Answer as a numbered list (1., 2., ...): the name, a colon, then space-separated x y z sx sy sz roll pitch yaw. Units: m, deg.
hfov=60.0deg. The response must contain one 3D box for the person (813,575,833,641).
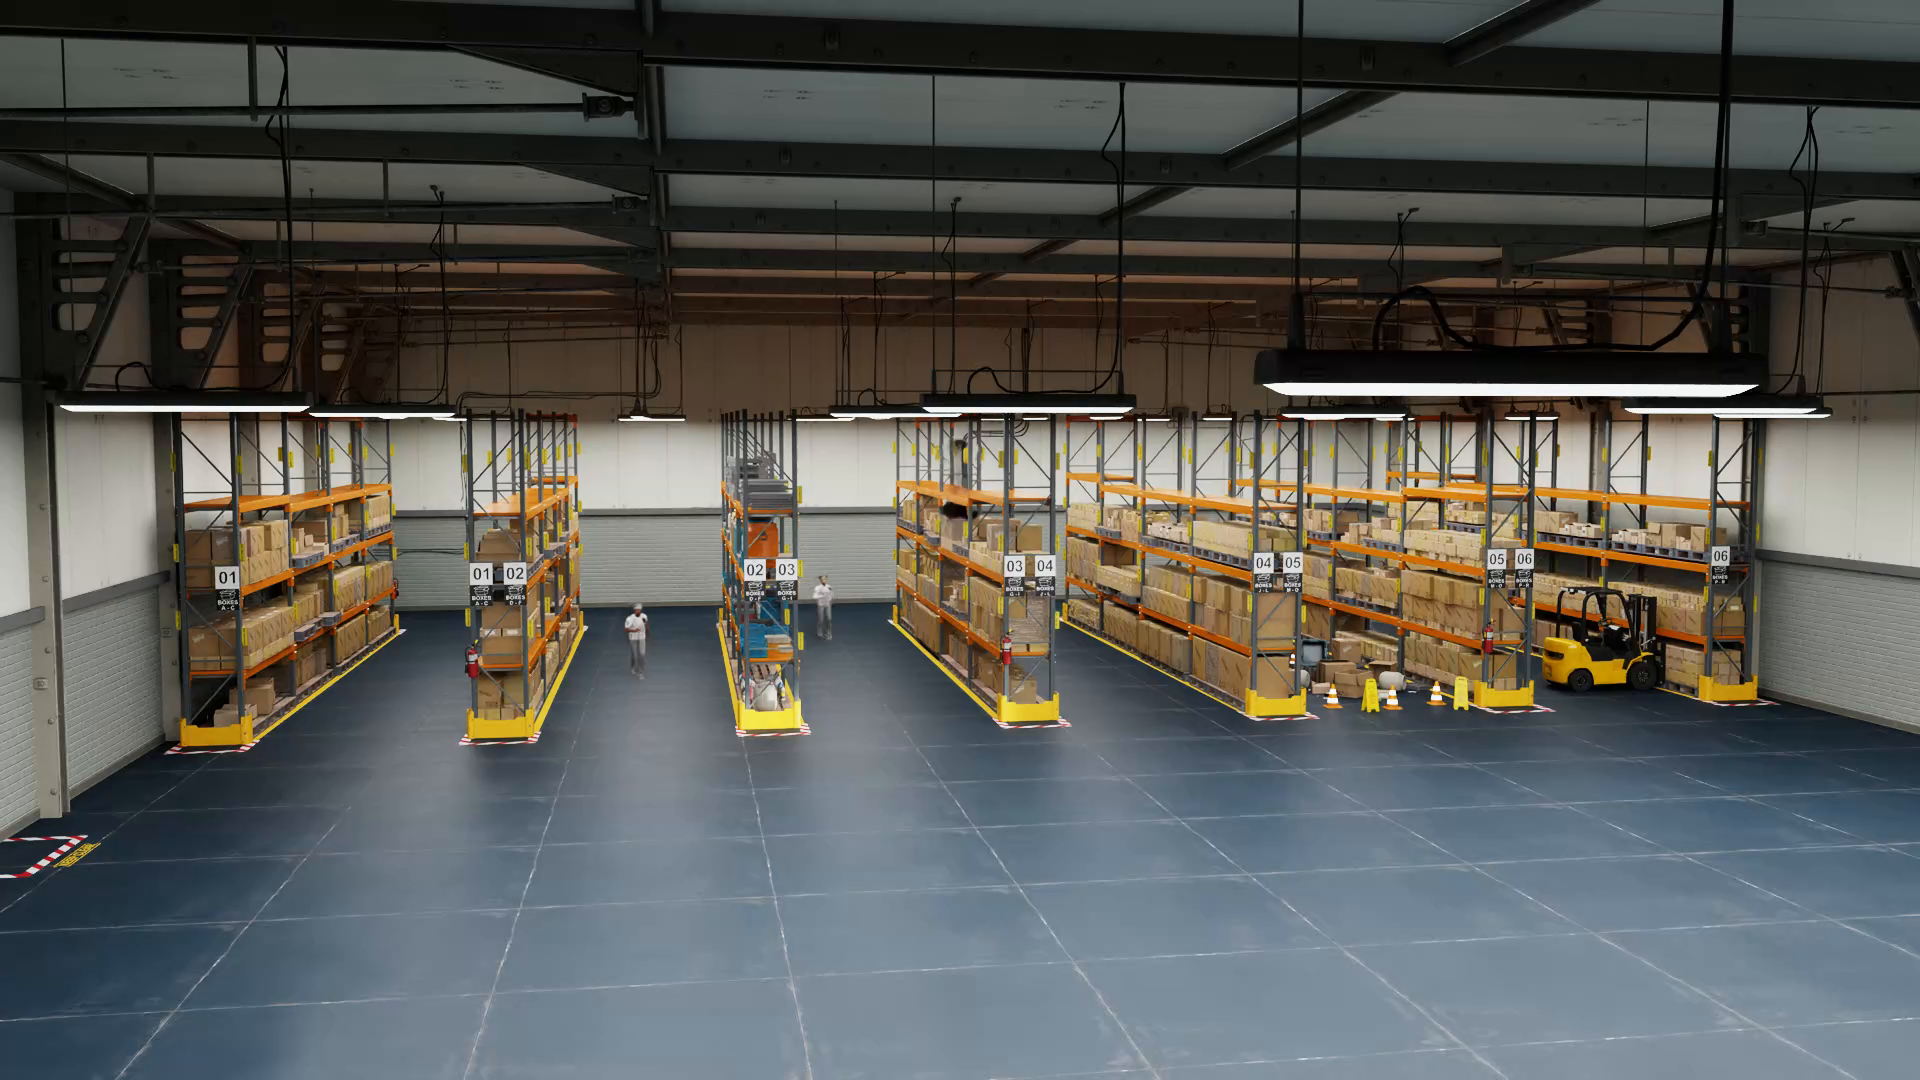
1. person: -3.626 1.775 44.273 0.605 1.733 0.820 -2 4 -22

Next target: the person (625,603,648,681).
1. person: -7.291 2.273 37.510 0.599 1.731 0.918 -2 5 -28

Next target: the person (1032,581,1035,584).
1. person: 2.246 1.698 45.333 0.681 1.729 0.596 0 4 -2
